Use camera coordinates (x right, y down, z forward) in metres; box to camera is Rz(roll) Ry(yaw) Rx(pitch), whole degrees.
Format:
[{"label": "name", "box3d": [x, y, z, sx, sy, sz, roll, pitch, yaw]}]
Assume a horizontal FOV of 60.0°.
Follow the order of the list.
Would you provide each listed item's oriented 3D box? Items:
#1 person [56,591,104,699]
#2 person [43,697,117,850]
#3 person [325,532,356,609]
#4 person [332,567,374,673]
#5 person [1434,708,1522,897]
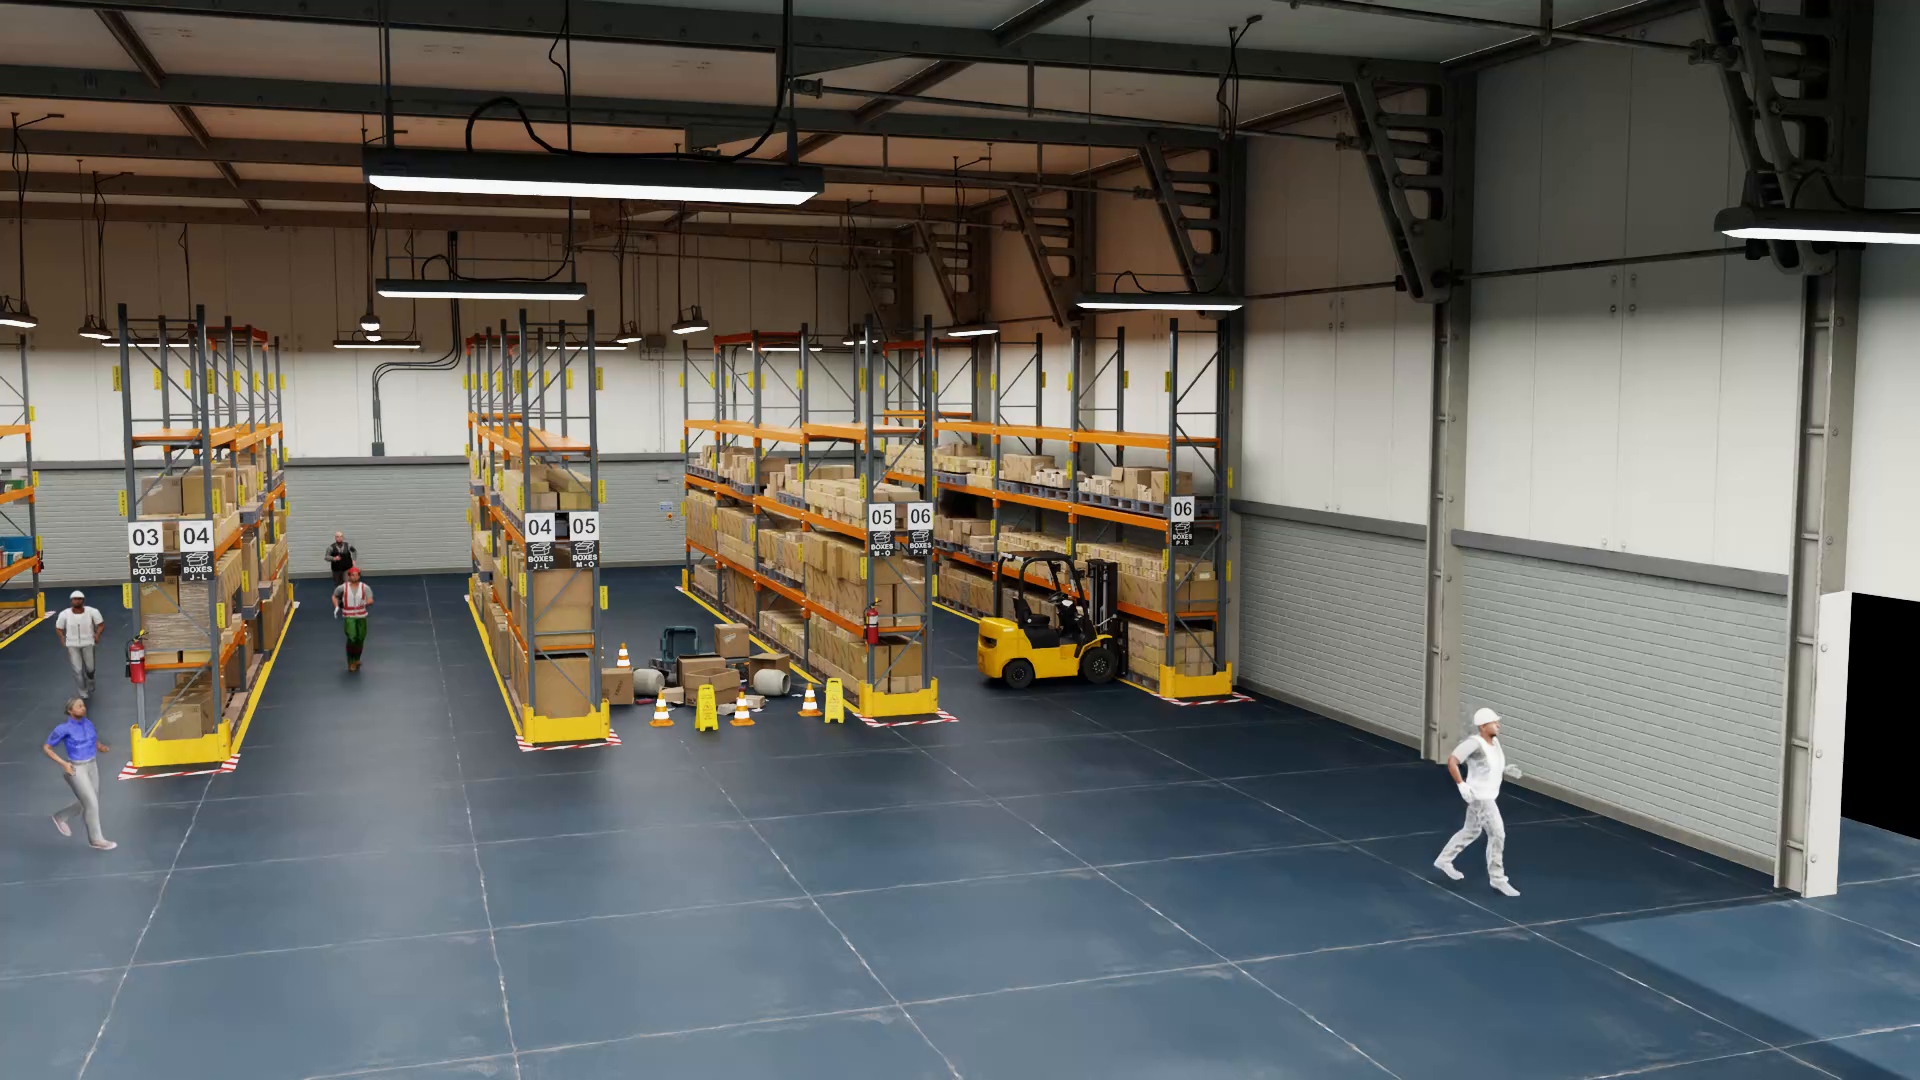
[{"label": "person", "box3d": [-13.889, 1.653, 26.264, 0.679, 1.721, 0.576, -3, 6, -26]}, {"label": "person", "box3d": [-9.466, 2.491, 17.865, 0.852, 1.626, 0.587, 1, 6, 13]}, {"label": "person", "box3d": [-13.458, 0.703, 36.158, 0.637, 1.768, 0.831, -2, 6, -17]}, {"label": "person", "box3d": [-10.502, 1.379, 28.851, 0.642, 1.827, 0.747, -3, 6, -31]}, {"label": "person", "box3d": [5.135, 2.555, 16.438, 0.860, 1.816, 0.668, 3, 6, 27]}]
